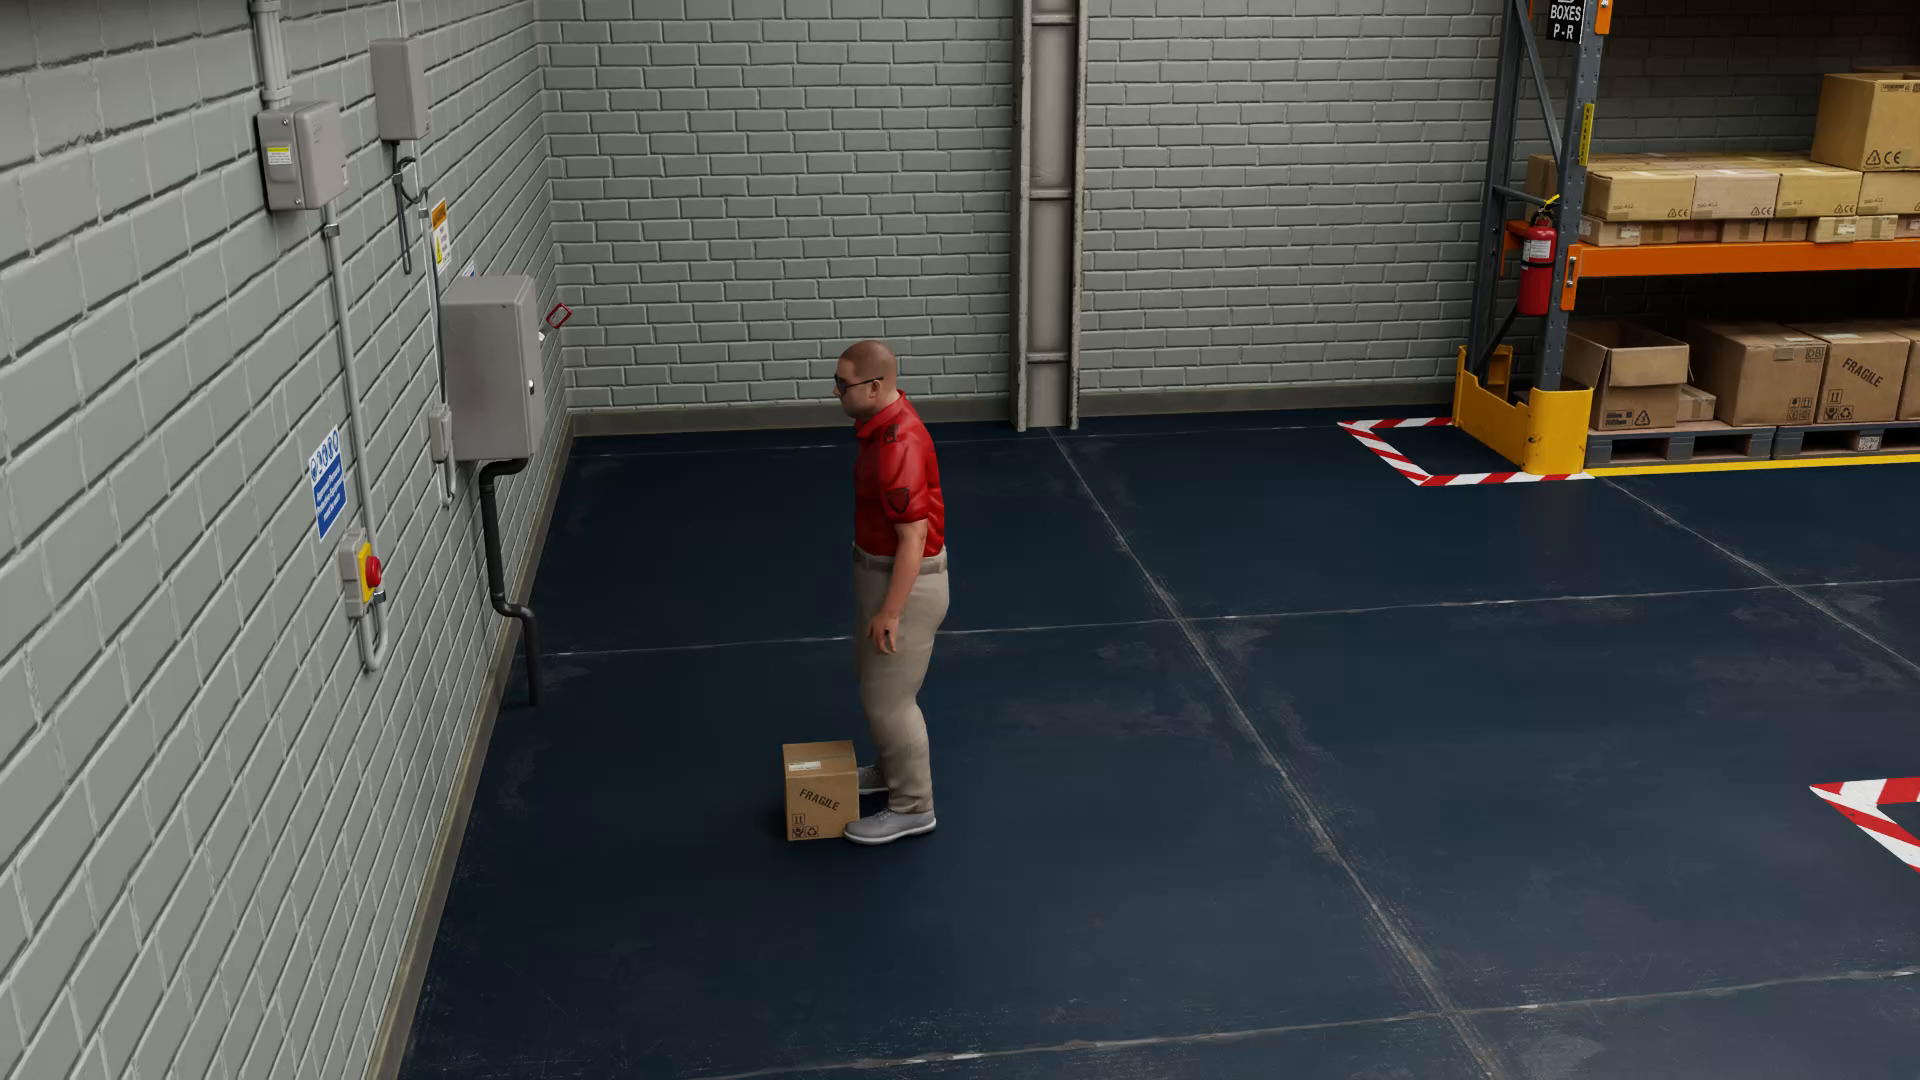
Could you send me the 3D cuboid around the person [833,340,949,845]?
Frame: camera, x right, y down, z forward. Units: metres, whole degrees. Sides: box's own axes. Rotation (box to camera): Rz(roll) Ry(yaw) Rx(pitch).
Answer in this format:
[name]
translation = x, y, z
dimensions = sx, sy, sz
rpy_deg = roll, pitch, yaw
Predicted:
[person]
translation = -0.242, 0.165, 5.634
dimensions = 0.394, 1.727, 0.587
rpy_deg = -3, 20, -7
